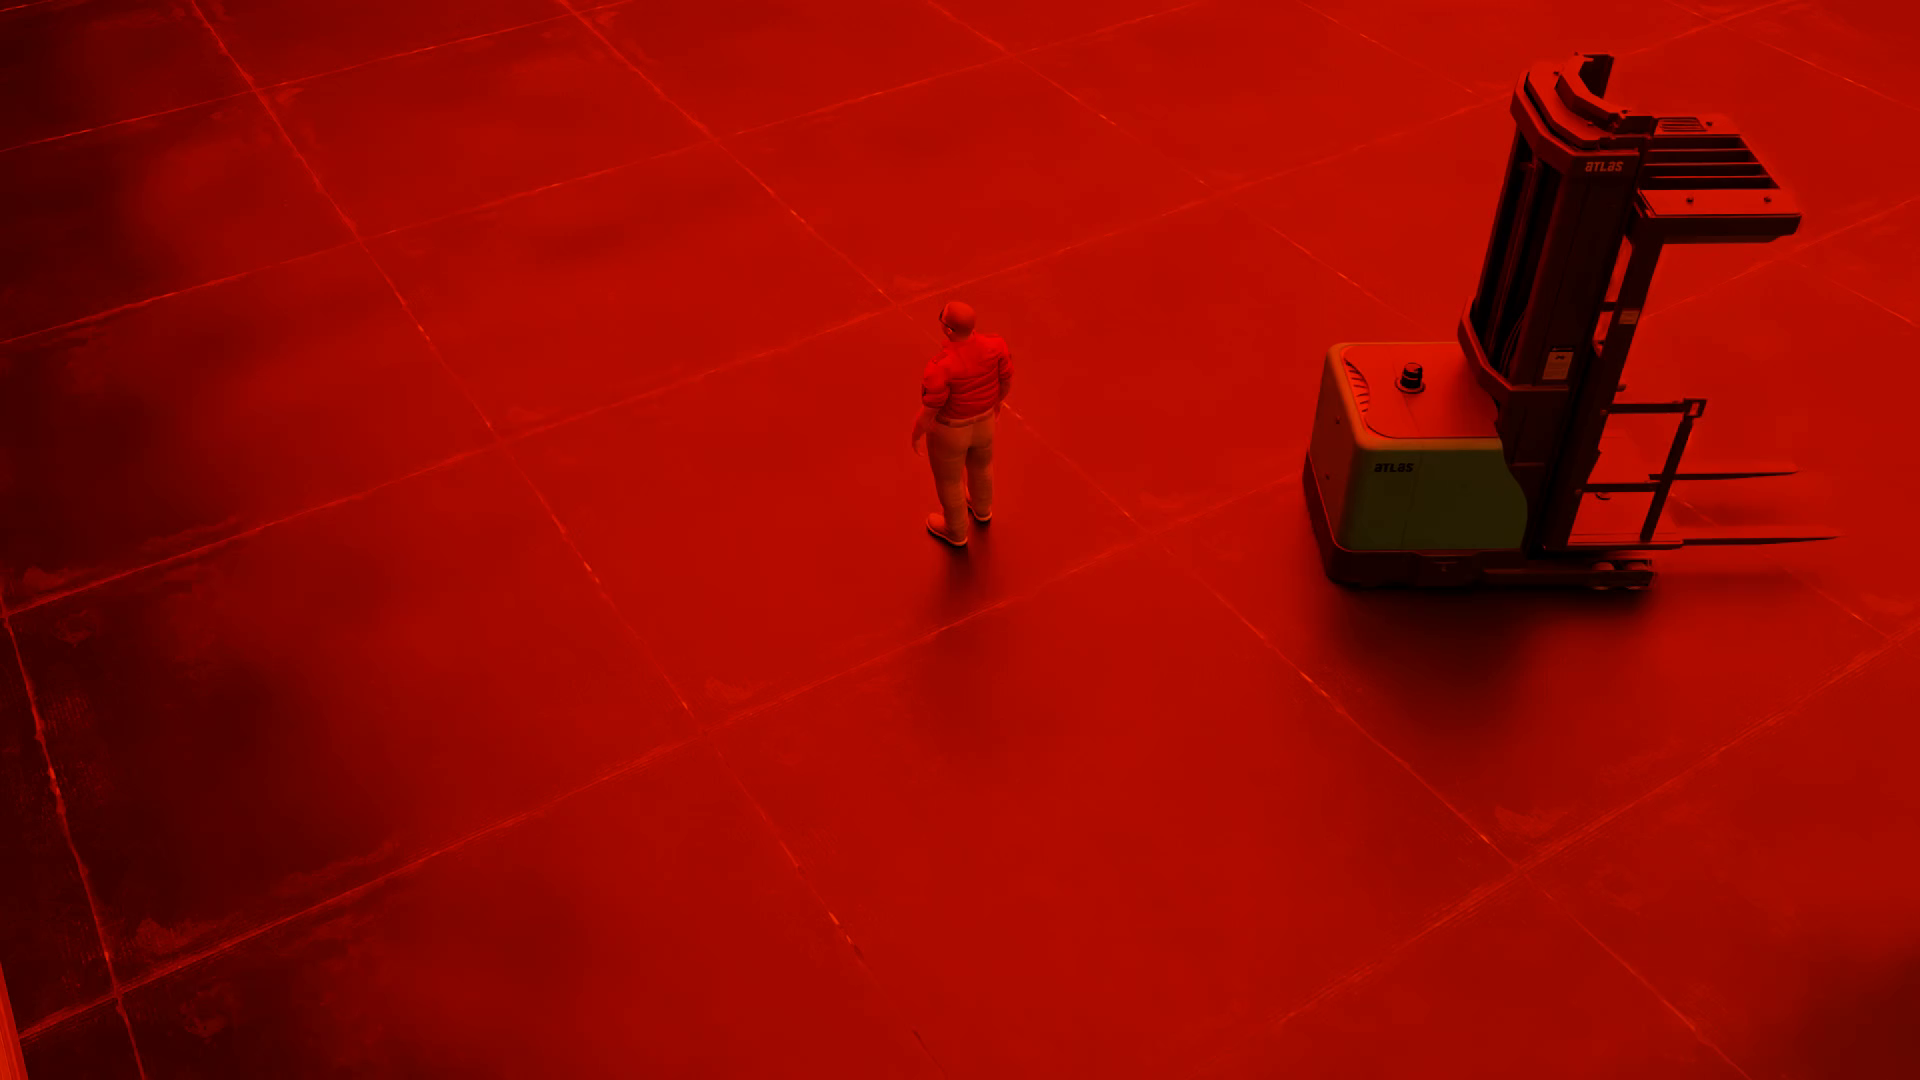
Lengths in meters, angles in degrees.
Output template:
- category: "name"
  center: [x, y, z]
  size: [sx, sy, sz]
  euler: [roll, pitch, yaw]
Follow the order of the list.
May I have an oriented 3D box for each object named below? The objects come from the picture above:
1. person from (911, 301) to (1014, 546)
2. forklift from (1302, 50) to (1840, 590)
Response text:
- category: "person"
  center: [-0.038, -0.710, 9.587]
  size: [0.640, 1.727, 0.551]
  euler: [-23, 46, -24]
- category: "forklift"
  center: [3.665, -1.162, 9.200]
  size: [3.031, 2.935, 1.130]
  euler: [-1, 41, -1]
